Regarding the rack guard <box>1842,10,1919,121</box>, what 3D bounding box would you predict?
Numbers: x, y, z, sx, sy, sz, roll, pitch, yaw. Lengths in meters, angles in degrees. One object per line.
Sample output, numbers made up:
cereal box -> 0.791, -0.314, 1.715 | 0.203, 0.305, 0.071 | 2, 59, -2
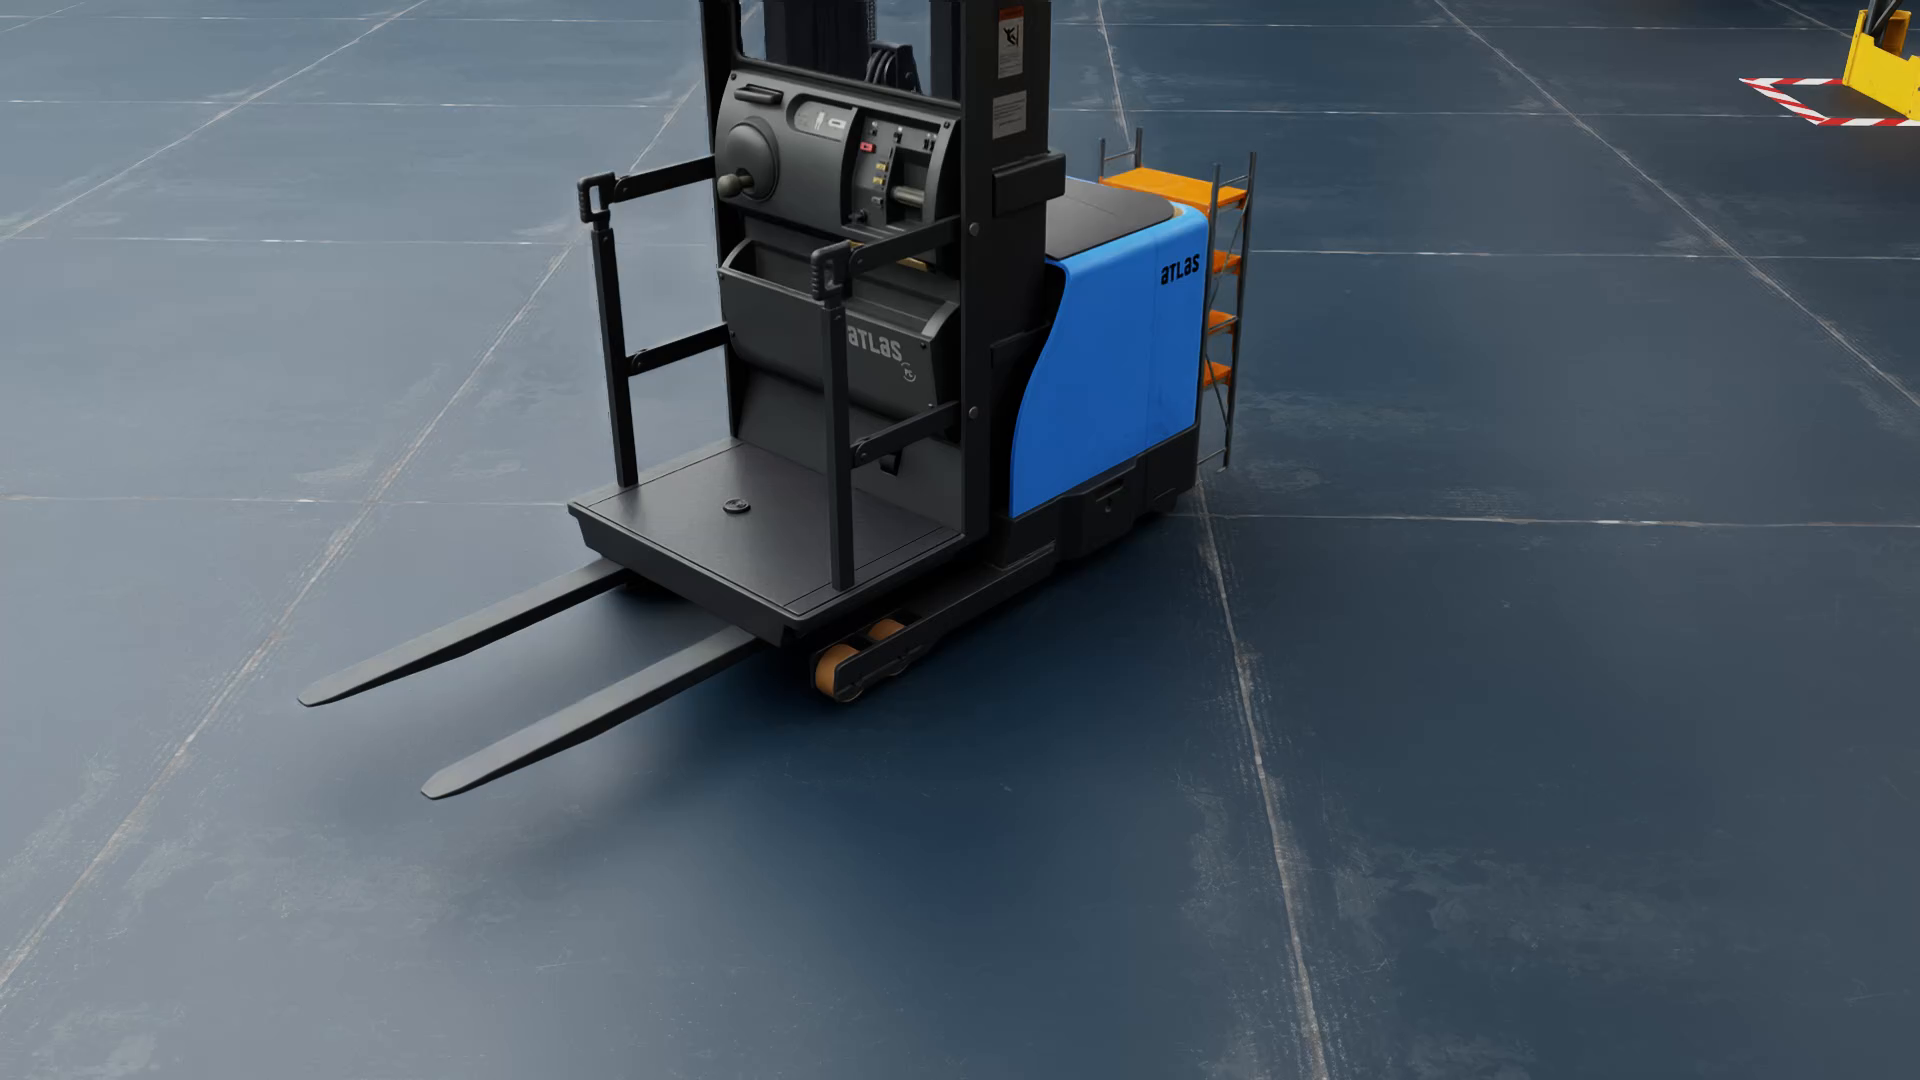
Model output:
rack guard -> 6.480, -3.244, 11.336 | 0.348, 0.500, 1.175 | 1, 28, 2

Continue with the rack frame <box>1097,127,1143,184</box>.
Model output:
rack frame -> 0.570, -0.918, 6.198 | 0.015, 1.200, 0.240 | 23, 35, 37

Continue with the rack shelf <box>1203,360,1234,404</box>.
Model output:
rack shelf -> 0.749, -0.605, 6.176 | 0.480, 0.148, 0.258 | 23, 35, 37

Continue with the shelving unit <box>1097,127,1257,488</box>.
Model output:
shelving unit -> 0.750, -0.841, 6.052 | 0.503, 1.200, 0.258 | 23, 35, 37

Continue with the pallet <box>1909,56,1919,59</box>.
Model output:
pallet -> 7.290, -3.087, 11.347 | 1.213, 0.211, 1.003 | 1, 28, 2

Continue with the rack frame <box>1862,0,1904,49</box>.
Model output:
rack frame -> 6.404, -4.350, 10.753 | 0.127, 3.000, 1.000 | 1, 28, 2

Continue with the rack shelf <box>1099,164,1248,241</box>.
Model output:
rack shelf -> 0.752, -1.189, 5.870 | 0.480, 0.148, 0.258 | 23, 35, 37

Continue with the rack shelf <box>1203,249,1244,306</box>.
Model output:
rack shelf -> 0.751, -0.979, 5.980 | 0.480, 0.148, 0.258 | 23, 35, 37

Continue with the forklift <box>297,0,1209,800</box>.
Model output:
forklift -> -0.518, -1.091, 4.679 | 1.130, 2.935, 3.031 | 23, 36, 37

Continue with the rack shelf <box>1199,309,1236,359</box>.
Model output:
rack shelf -> 0.750, -0.781, 6.084 | 0.480, 0.148, 0.258 | 23, 35, 37

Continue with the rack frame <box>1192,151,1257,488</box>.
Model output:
rack frame -> 0.930, -0.763, 5.907 | 0.015, 1.200, 0.240 | 23, 35, 37
